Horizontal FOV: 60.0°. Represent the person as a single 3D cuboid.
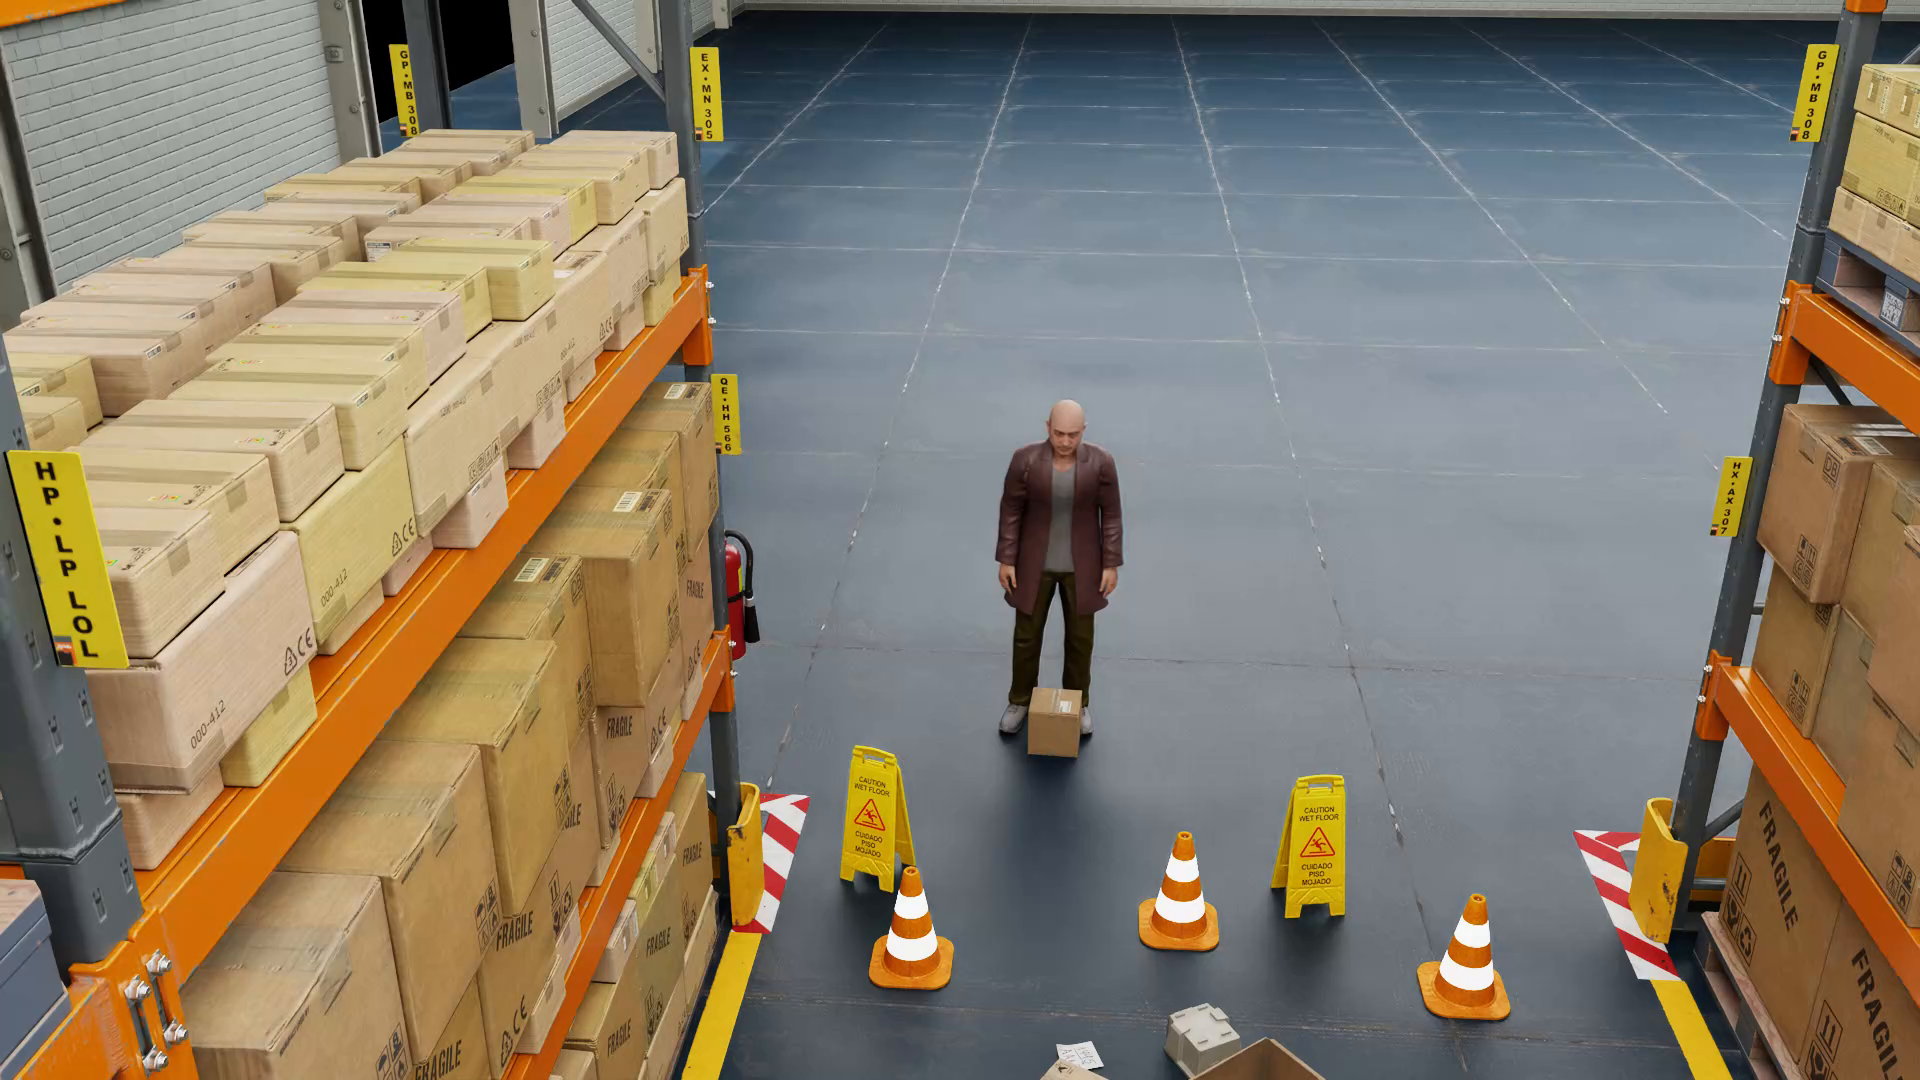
[{"bbox_3d":[0.496,0.126,8.341,0.643,1.774,0.420,2,24,4],"label":"person"}]
